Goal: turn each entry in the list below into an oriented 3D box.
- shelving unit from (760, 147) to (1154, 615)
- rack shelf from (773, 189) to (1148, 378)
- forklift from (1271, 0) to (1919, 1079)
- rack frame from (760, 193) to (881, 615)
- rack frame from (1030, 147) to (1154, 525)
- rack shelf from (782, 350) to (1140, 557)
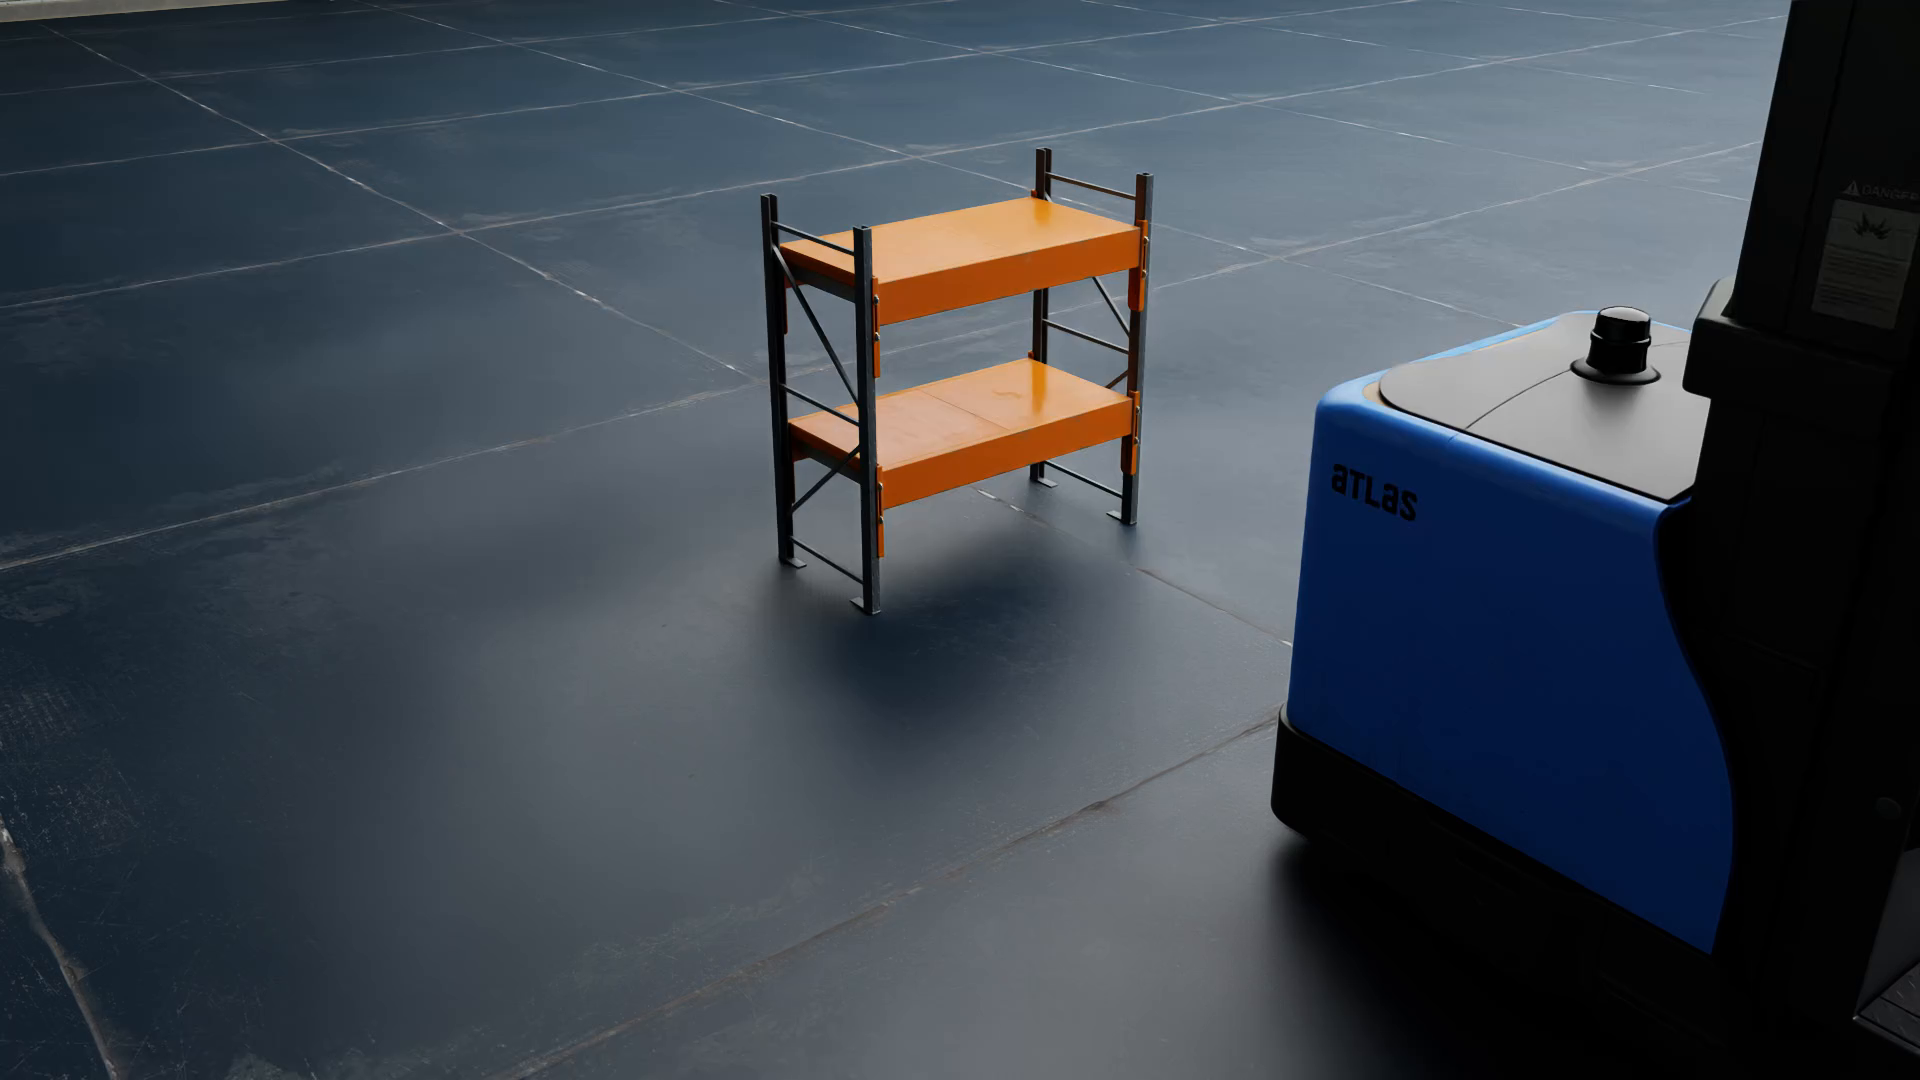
[{"bbox_3d":[0.005,-0.512,5.017,1.048,1.125,0.538,-18,31,-34],"label":"shelving unit"},{"bbox_3d":[0.005,-0.777,4.894,1.000,0.278,0.538,-18,31,-34],"label":"rack shelf"},{"bbox_3d":[2.004,-0.294,2.403,1.130,2.935,3.031,-18,30,-34],"label":"forklift"},{"bbox_3d":[-0.395,-0.380,4.732,0.032,1.125,0.500,-18,31,-34],"label":"rack frame"},{"bbox_3d":[0.405,-0.644,5.302,0.032,1.125,0.500,-18,31,-34],"label":"rack frame"},{"bbox_3d":[0.005,-0.290,5.120,1.000,0.278,0.538,-18,31,-34],"label":"rack shelf"}]
